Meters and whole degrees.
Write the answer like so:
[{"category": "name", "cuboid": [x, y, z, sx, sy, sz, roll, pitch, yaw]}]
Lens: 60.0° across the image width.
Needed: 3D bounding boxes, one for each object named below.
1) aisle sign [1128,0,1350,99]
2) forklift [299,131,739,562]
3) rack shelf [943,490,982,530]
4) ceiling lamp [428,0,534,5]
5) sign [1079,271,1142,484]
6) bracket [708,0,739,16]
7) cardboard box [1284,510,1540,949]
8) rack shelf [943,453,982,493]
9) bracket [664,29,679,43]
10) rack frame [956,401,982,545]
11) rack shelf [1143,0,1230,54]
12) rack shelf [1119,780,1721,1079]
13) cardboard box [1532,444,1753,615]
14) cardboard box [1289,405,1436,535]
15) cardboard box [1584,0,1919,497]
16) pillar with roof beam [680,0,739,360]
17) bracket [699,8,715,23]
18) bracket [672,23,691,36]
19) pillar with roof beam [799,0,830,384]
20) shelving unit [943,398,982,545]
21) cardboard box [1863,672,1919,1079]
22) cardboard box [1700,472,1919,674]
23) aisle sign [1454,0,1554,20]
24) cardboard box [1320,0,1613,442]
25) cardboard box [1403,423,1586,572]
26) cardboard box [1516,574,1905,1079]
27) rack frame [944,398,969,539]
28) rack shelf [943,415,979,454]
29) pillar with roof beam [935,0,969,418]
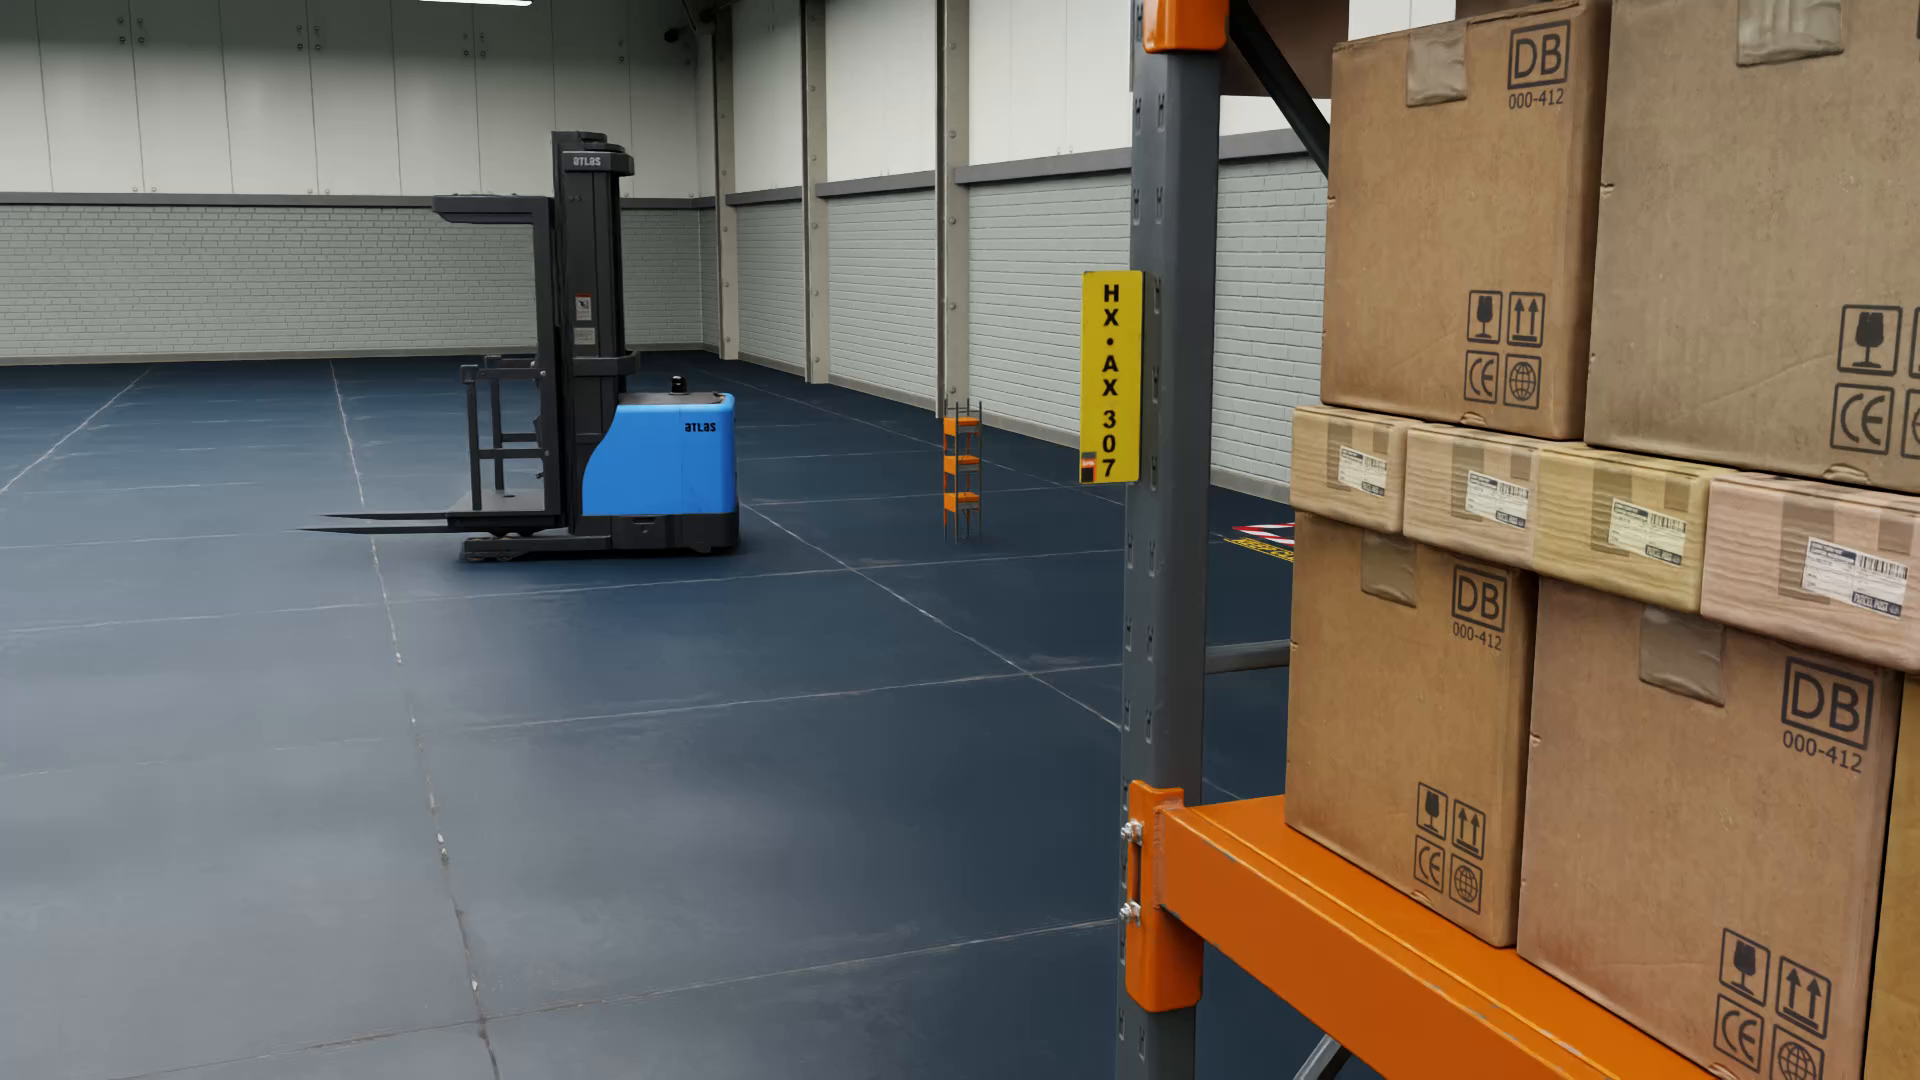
[{"category": "aisle sign", "cuboid": [0.443, -1.091, 2.564, 0.394, 0.787, 0.004, -4, 11, -21]}, {"category": "forklift", "cuboid": [-3.140, -1.388, 11.854, 3.031, 2.935, 1.130, -1, 10, -6]}, {"category": "rack shelf", "cuboid": [0.019, -0.224, 12.330, 0.215, 0.259, 0.240, -4, 11, -21]}, {"category": "ceiling lamp", "cuboid": [-7.667, -9.854, 25.454, 2.000, 3.185, 0.800, -4, 11, -21]}, {"category": "sign", "cuboid": [0.233, -0.250, 2.565, 0.100, 0.325, 0.005, -4, 11, -21]}, {"category": "bracket", "cuboid": [-3.691, -9.187, 28.094, 0.076, 0.066, 4.783, -4, 11, -21]}, {"category": "cardboard box", "cuboid": [0.909, 0.208, 2.399, 0.700, 0.500, 0.500, -4, 11, -21]}, {"category": "rack shelf", "cuboid": [0.019, -0.498, 12.281, 0.215, 0.259, 0.240, -4, 11, -21]}, {"category": "bracket", "cuboid": [-5.784, -10.130, 33.395, 0.235, 0.232, 0.430, -4, 11, -21]}, {"category": "rack frame", "cuboid": [0.064, -0.488, 12.167, 0.200, 1.050, 0.008, -4, 11, -21]}, {"category": "rack shelf", "cuboid": [1.477, -0.616, 0.805, 1.077, 0.370, 4.000, -4, 11, -21]}, {"category": "rack shelf", "cuboid": [1.477, 0.861, 1.068, 1.077, 0.370, 4.000, -4, 11, -21]}, {"category": "cardboard box", "cuboid": [0.881, -0.027, 1.867, 0.380, 0.149, 0.250, -4, 11, -21]}, {"category": "cardboard box", "cuboid": [0.693, -0.110, 2.338, 0.380, 0.149, 0.250, -4, 11, -21]}, {"category": "cardboard box", "cuboid": [1.124, -0.336, 1.756, 0.700, 0.500, 0.500, -4, 11, -22]}, {"category": "pillar with roof beam", "cuboid": [-8.456, -7.652, 29.745, 9.100, 9.000, 0.548, -4, 11, -21]}, {"category": "bracket", "cuboid": [-4.624, -9.607, 30.458, 0.235, 0.232, 0.430, -4, 11, -21]}, {"category": "bracket", "cuboid": [-5.570, -10.033, 32.853, 0.076, 0.066, 3.189, -4, 11, -21]}, {"category": "pillar with roof beam", "cuboid": [-6.282, -6.673, 24.239, 9.100, 9.000, 0.400, -4, 11, -21]}, {"category": "shelving unit", "cuboid": [0.019, -0.508, 12.279, 0.215, 1.050, 0.252, -4, 11, -21]}, {"category": "cardboard box", "cuboid": [1.279, 0.375, 1.461, 0.700, 0.500, 0.500, -4, 11, -21]}, {"category": "cardboard box", "cuboid": [0.970, 0.015, 1.635, 0.380, 0.149, 0.250, -4, 11, -22]}, {"category": "aisle sign", "cuboid": [1.002, -1.129, 2.778, 0.394, 0.787, 0.004, -4, 11, -21]}, {"category": "cardboard box", "cuboid": [0.928, -0.422, 2.237, 0.700, 0.500, 0.500, -4, 11, -21]}, {"category": "cardboard box", "cuboid": [0.792, -0.067, 2.097, 0.380, 0.149, 0.250, -4, 11, -22]}, {"category": "cardboard box", "cuboid": [1.104, 0.294, 1.919, 0.700, 0.500, 0.500, -4, 11, -19]}, {"category": "rack frame", "cuboid": [-0.025, -0.528, 12.391, 0.200, 1.050, 0.008, -4, 11, -21]}, {"category": "rack shelf", "cuboid": [0.019, -0.777, 12.231, 0.215, 0.259, 0.240, -4, 11, -21]}, {"category": "pillar with roof beam", "cuboid": [-4.108, -5.694, 18.733, 9.100, 9.000, 0.400, -4, 11, -21]}]
